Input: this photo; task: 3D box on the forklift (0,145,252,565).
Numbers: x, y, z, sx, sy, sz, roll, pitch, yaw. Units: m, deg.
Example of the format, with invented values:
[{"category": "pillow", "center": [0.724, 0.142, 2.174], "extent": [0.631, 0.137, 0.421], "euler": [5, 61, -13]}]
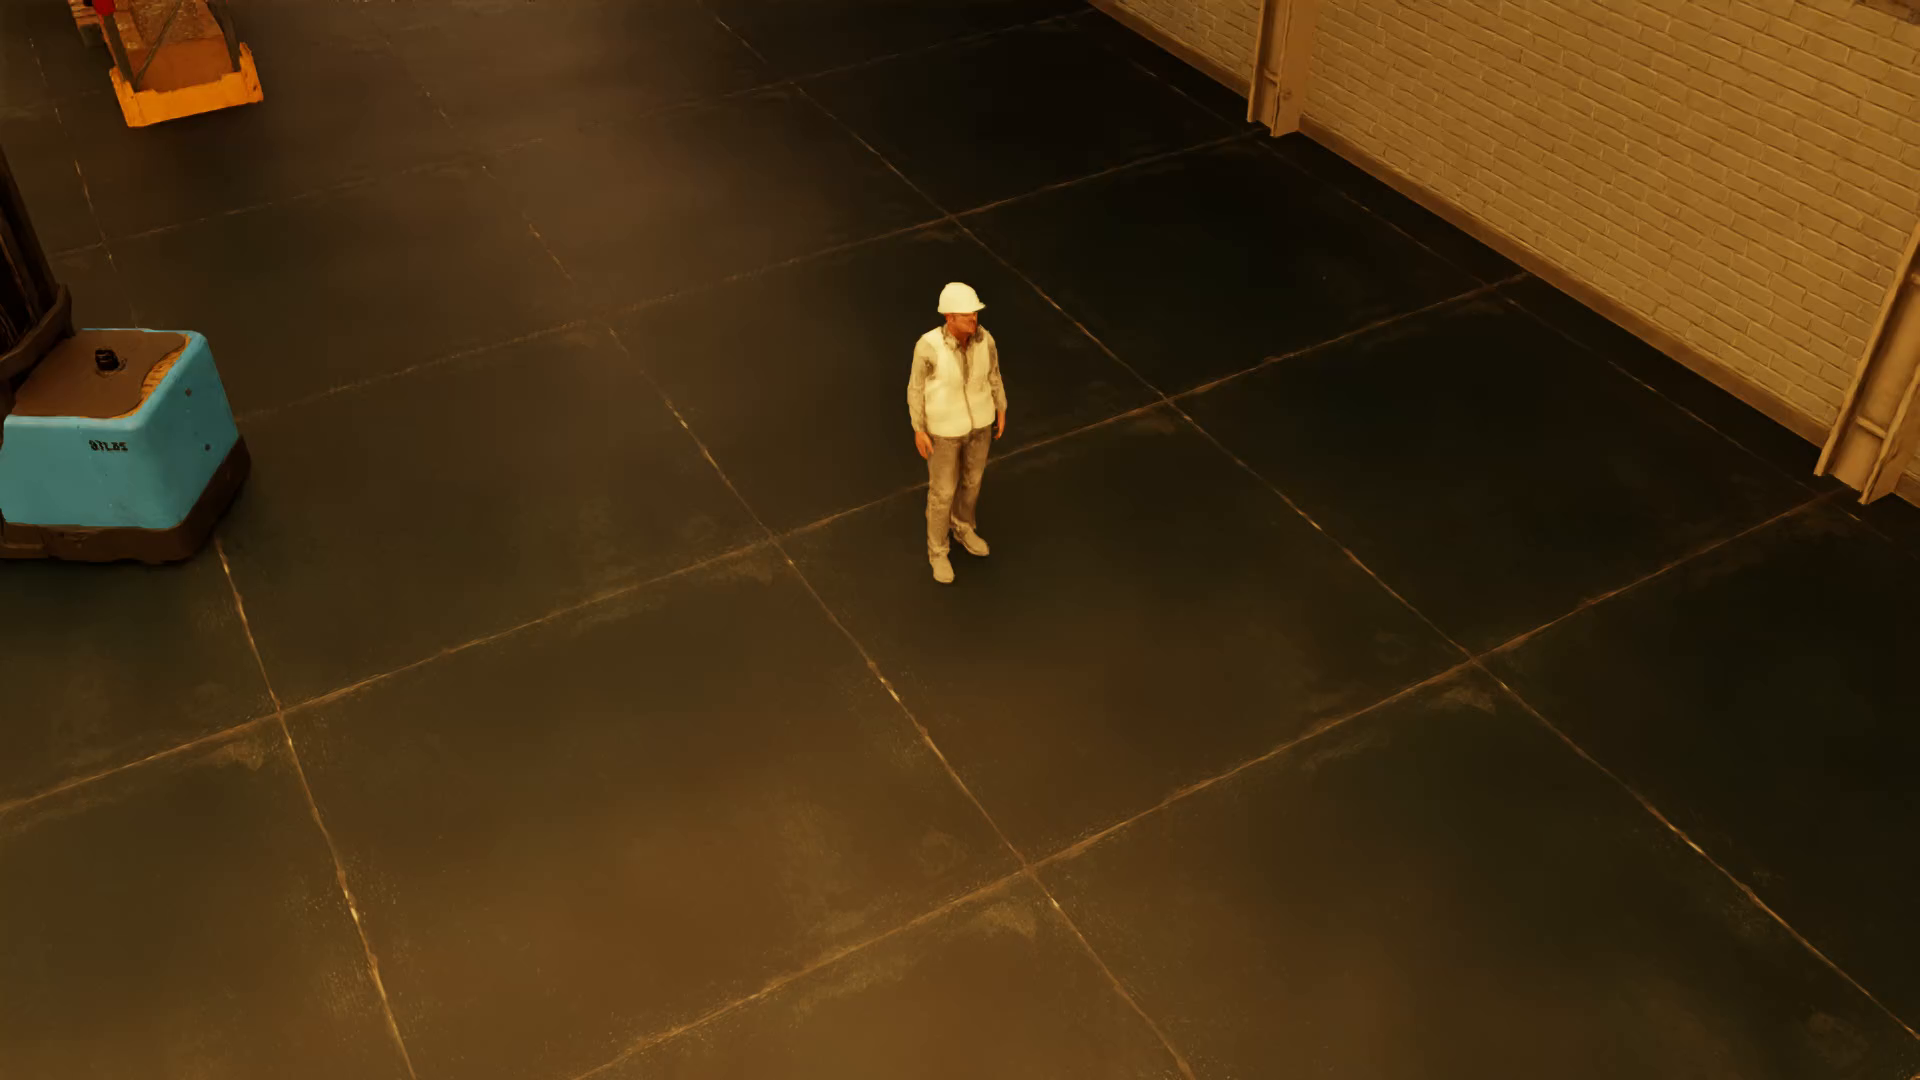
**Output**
[{"category": "forklift", "center": [-6.139, -1.334, 9.645], "extent": [3.031, 2.935, 1.130], "euler": [2, 40, 2]}]

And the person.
[{"category": "person", "center": [0.024, -0.651, 9.716], "extent": [0.632, 1.773, 0.567], "euler": [-20, 44, -23]}]
